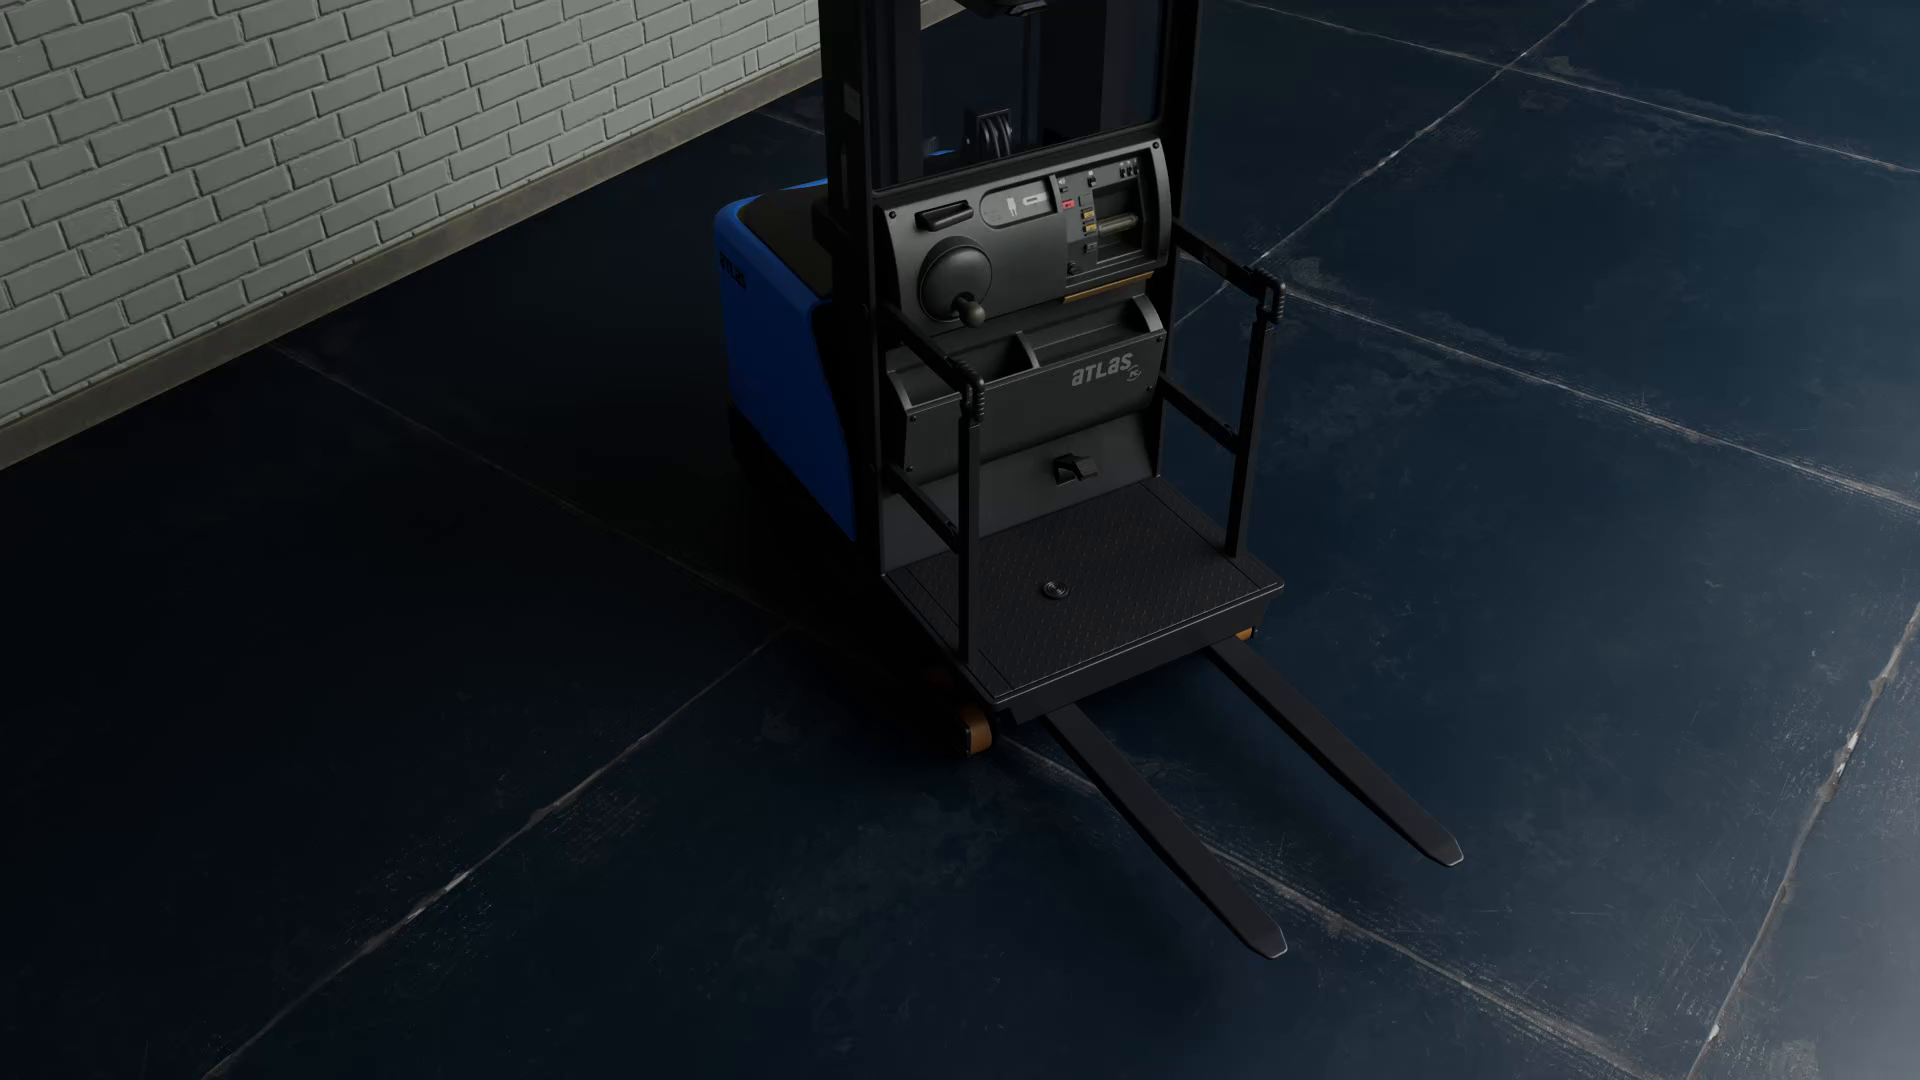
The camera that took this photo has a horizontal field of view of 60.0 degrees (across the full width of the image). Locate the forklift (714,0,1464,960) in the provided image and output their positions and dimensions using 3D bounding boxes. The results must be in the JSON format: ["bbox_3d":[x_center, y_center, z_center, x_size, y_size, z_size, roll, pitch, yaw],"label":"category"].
[{"bbox_3d":[0.317,-0.818,4.633,1.130,2.935,3.031,-20,42,-23],"label":"forklift"}]
